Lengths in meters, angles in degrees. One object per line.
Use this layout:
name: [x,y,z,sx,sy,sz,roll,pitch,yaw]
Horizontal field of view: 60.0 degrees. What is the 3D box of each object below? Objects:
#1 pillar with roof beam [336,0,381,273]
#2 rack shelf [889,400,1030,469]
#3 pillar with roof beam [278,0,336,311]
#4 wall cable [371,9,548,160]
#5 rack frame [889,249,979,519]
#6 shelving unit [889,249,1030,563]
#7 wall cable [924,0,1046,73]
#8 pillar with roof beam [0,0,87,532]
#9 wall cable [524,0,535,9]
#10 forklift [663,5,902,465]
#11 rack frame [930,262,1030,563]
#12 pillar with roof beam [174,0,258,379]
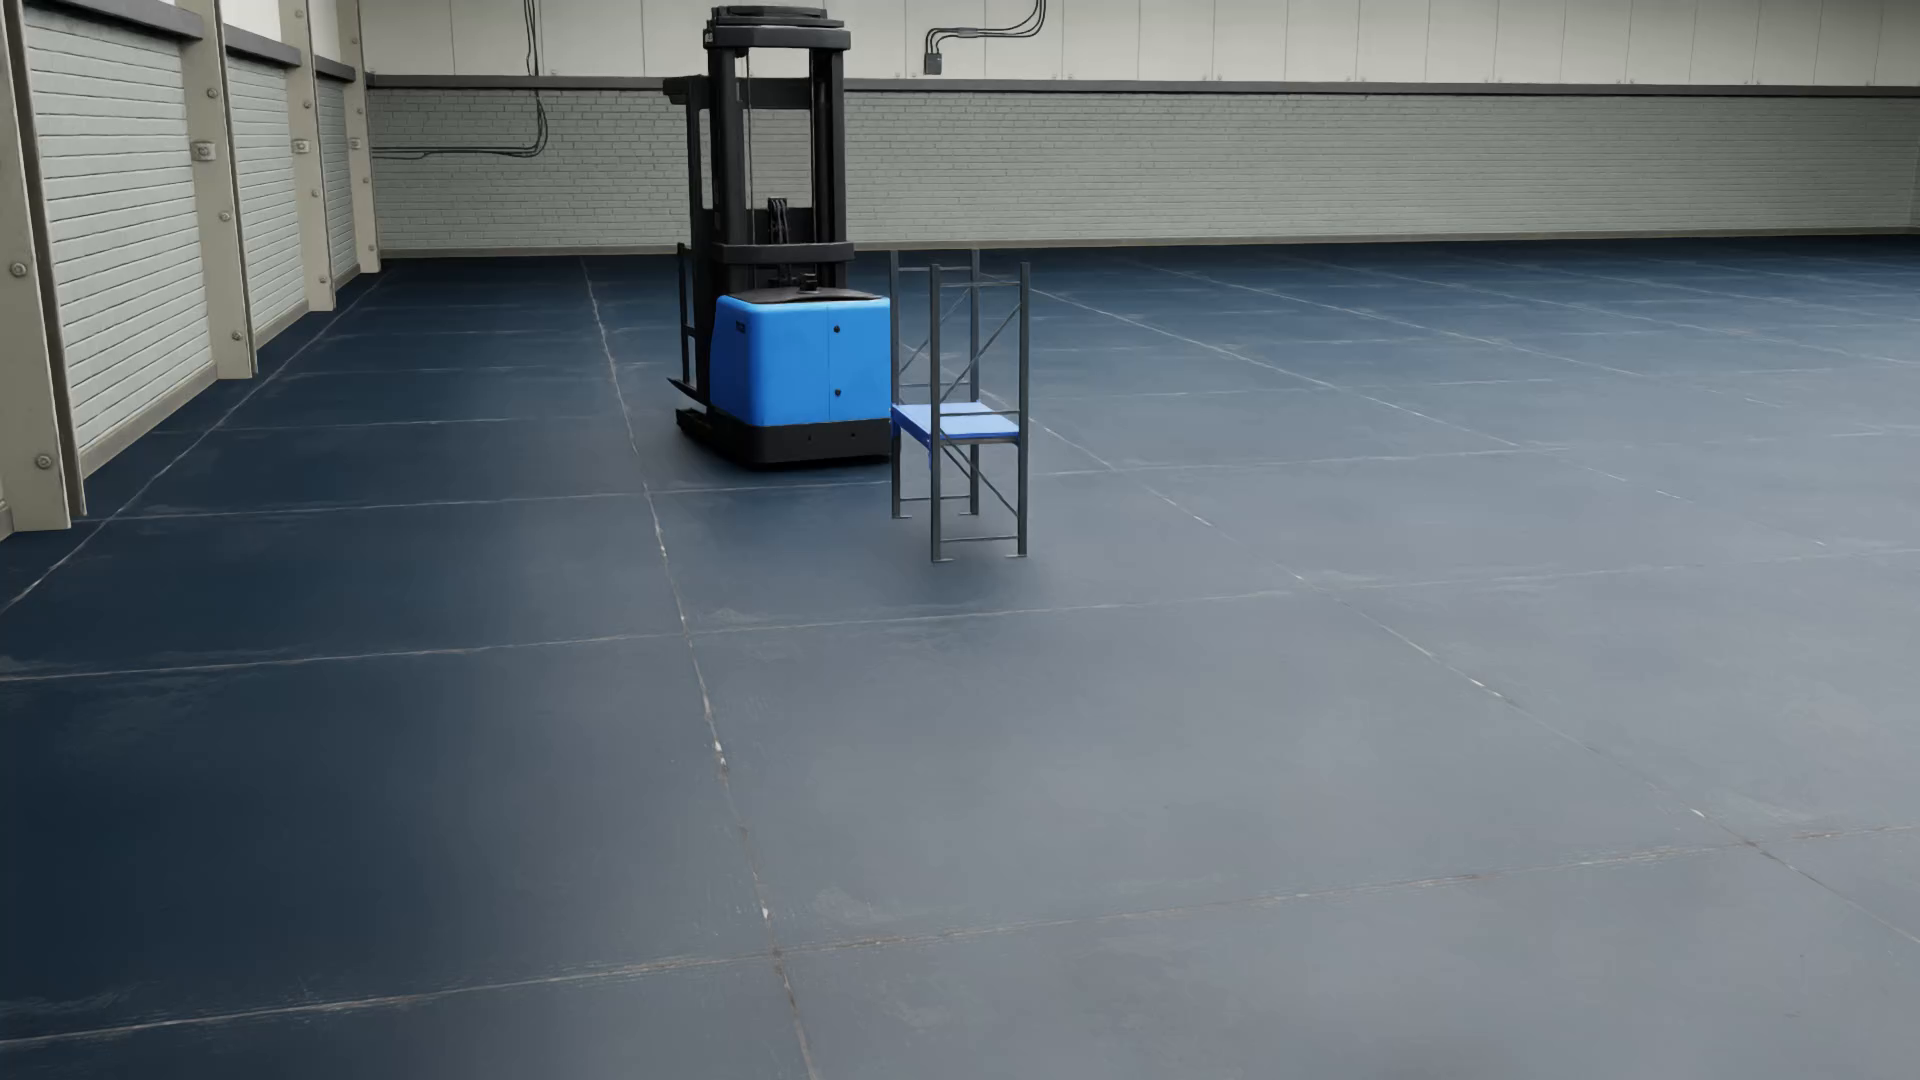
pillar with roof beam: [-5.160,-8.862,26.240,9.100,9.000,0.400,-3,14,-13]
rack shelf: [-0.020,-0.574,8.872,0.538,0.185,1.000,-3,14,-13]
pillar with roof beam: [-3.750,-7.478,20.574,9.100,9.000,0.400,-3,14,-13]
wall cable: [-8.751,-7.867,28.709,3.097,2.526,0.112,-3,14,-13]
rack frame: [-0.139,-0.866,9.310,0.500,1.500,0.032,-3,14,-13]
shelving unit: [-0.020,-0.748,8.830,0.538,1.500,1.048,-3,14,-13]
wall cable: [0.481,-11.553,30.088,2.305,6.003,0.169,-3,14,-13]
pillar with roof beam: [-0.932,-4.710,9.243,9.100,9.000,0.400,-3,14,-13]
wall cable: [-6.121,-10.471,28.727,3.097,2.526,0.112,-3,14,-13]
forklift: [-1.436,-2.215,11.818,1.130,2.935,3.031,-6,15,-23]
rack frame: [0.099,-0.631,8.350,0.500,1.500,0.032,-3,14,-13]
pillar with roof beam: [-2.341,-6.094,14.908,9.100,9.000,0.400,-3,14,-13]
